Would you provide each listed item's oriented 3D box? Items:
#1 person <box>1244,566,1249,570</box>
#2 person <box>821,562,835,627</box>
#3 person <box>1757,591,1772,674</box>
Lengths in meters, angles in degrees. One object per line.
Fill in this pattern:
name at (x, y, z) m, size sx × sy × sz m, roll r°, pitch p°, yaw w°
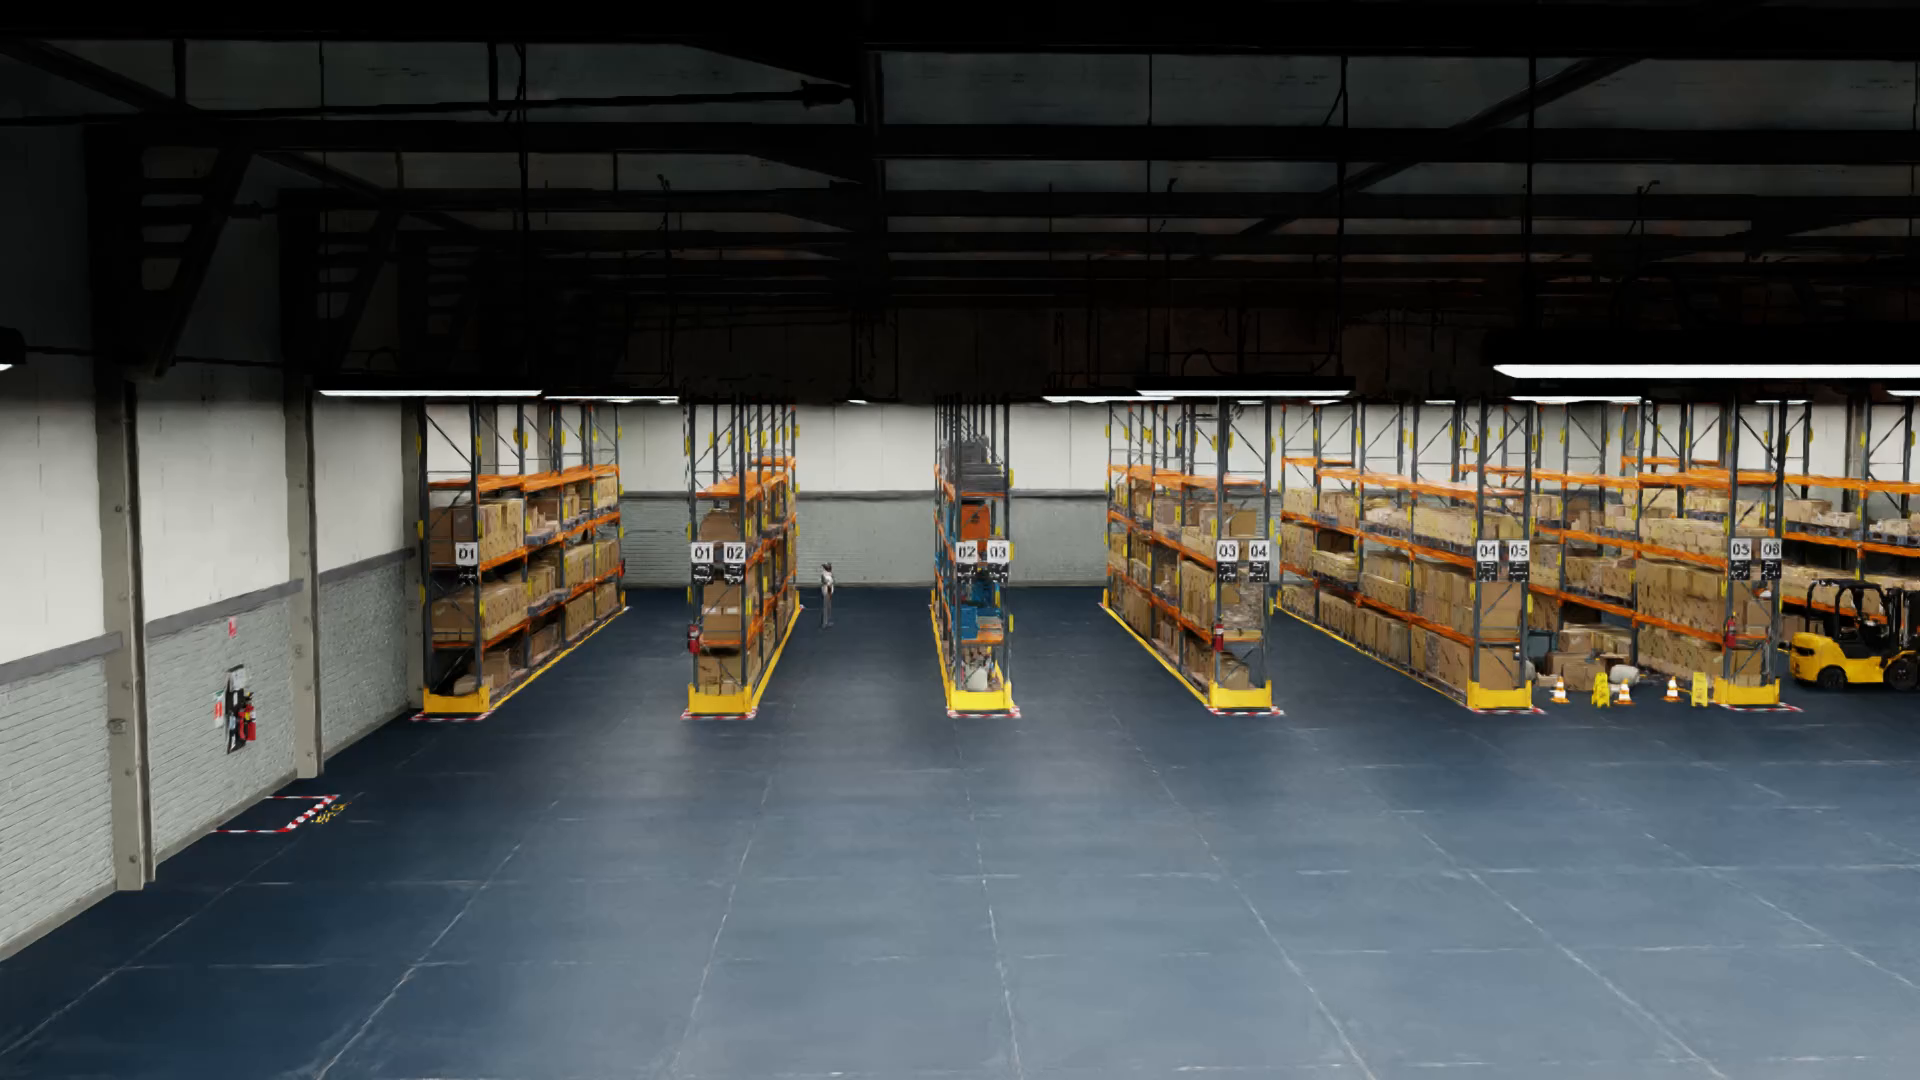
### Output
person at (7.616, 1.369, 44.373) m, size 0.598 × 1.618 × 0.507 m, roll 0°, pitch 5°, yaw -4°
person at (-3.451, 1.400, 43.333) m, size 0.373 × 1.679 × 0.588 m, roll -1°, pitch 5°, yaw -16°
person at (17.233, 1.966, 35.705) m, size 0.503 × 1.764 × 0.624 m, roll 2°, pitch 5°, yaw 27°
